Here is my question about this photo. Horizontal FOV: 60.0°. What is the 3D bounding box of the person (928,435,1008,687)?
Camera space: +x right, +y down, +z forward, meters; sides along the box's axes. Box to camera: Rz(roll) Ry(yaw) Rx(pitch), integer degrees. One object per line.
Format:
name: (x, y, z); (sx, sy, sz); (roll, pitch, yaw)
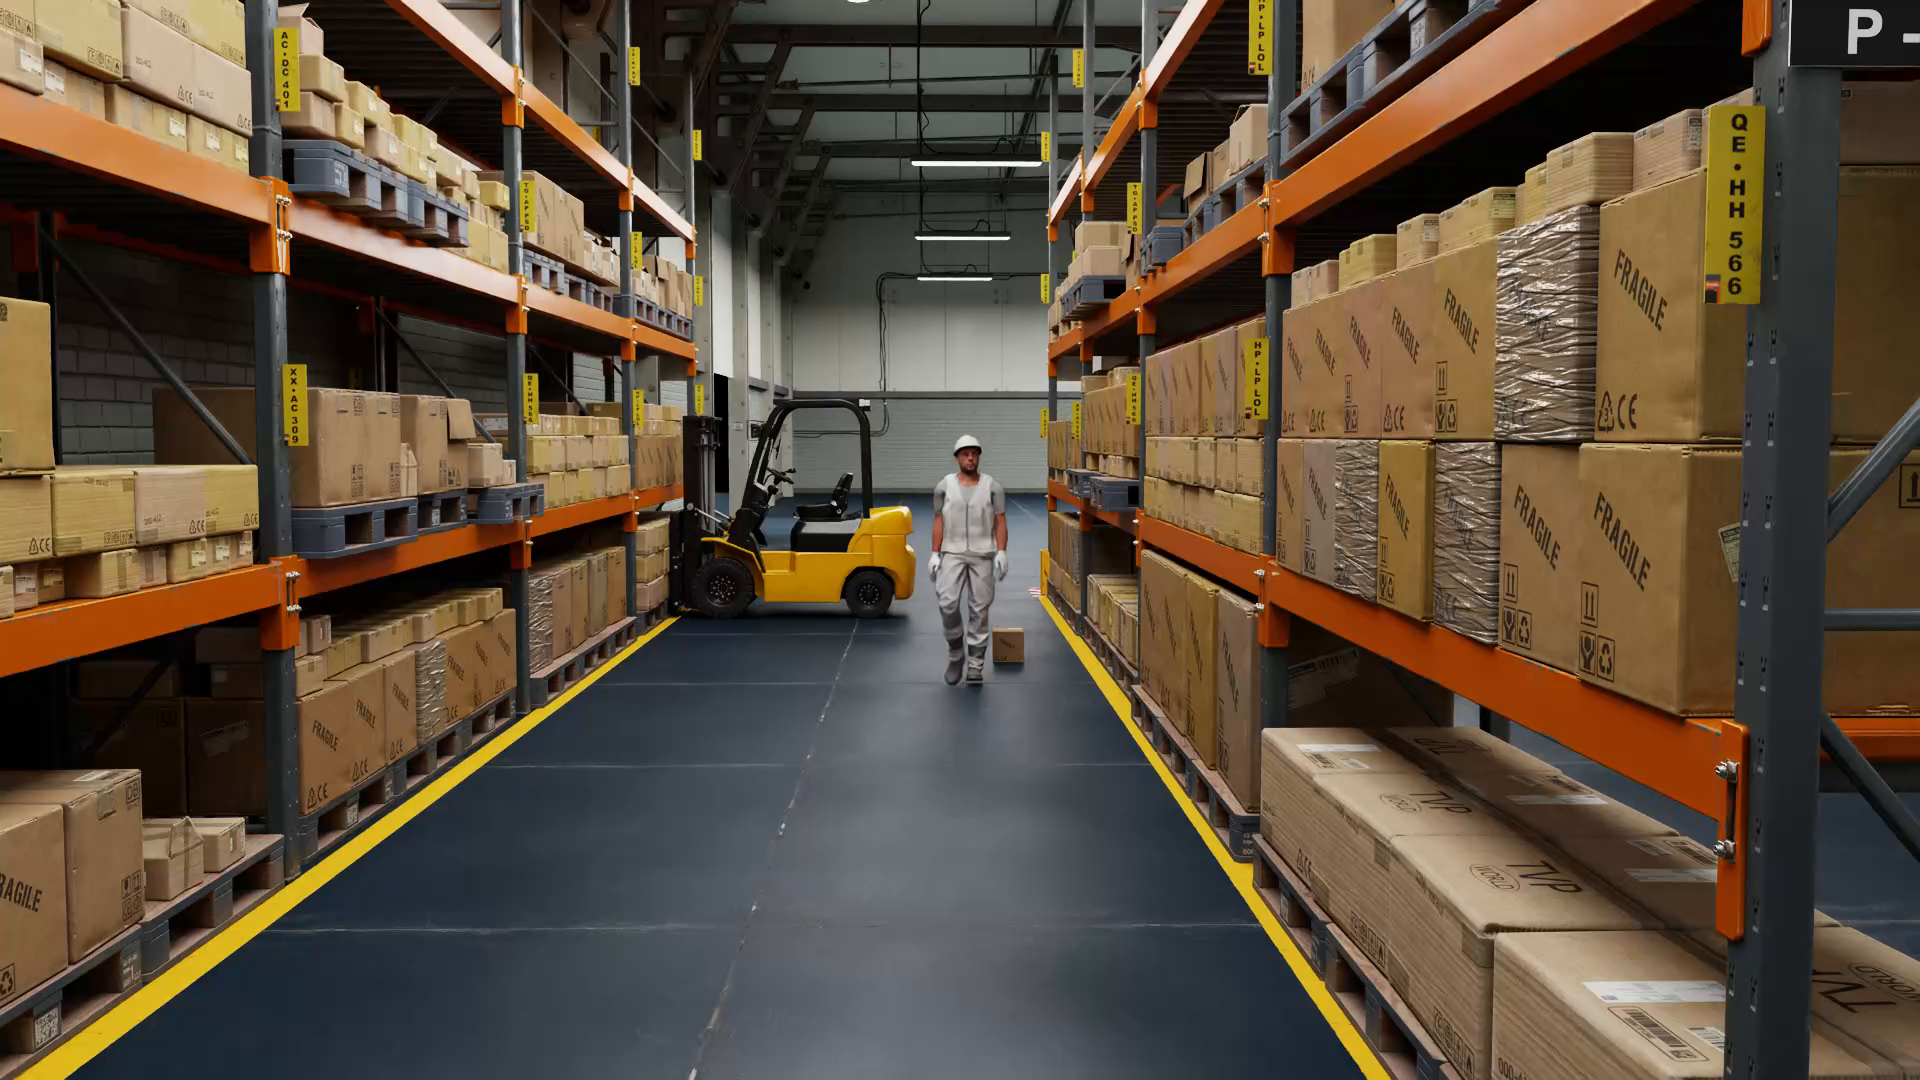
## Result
person: (0.056, 0.150, 11.961); (0.585, 1.809, 0.476); (0, 4, 1)
